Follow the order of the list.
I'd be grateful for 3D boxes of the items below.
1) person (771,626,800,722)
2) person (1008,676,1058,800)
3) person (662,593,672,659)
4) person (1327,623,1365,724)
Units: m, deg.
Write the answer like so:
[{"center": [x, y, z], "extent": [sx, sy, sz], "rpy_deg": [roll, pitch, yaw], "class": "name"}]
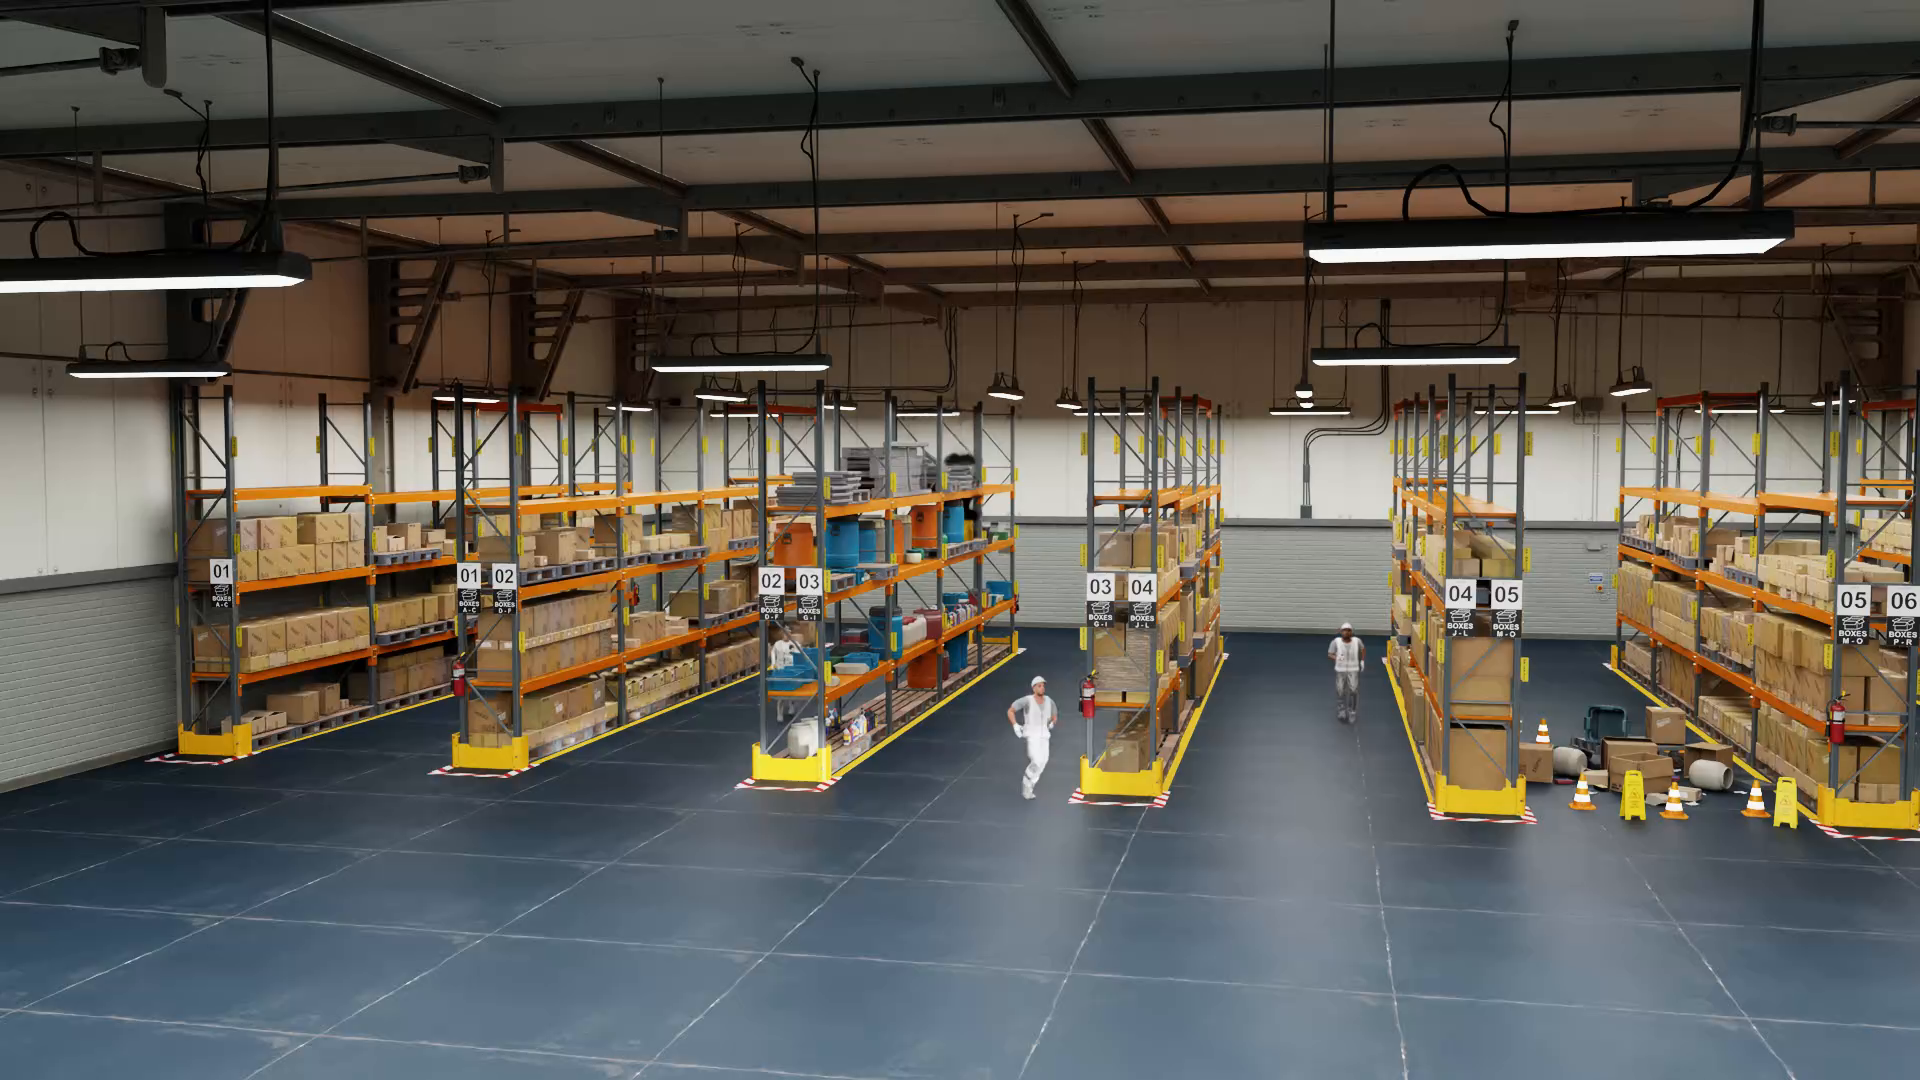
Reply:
[{"center": [-3.198, 2.430, 30.612], "extent": [0.592, 1.730, 0.846], "rpy_deg": [0, 3, 1], "class": "person"}, {"center": [1.099, 2.801, 23.518], "extent": [0.673, 1.732, 0.611], "rpy_deg": [-2, 4, -30], "class": "person"}, {"center": [-6.457, 2.035, 37.471], "extent": [0.729, 1.787, 0.834], "rpy_deg": [1, 3, 12], "class": "person"}, {"center": [7.020, 2.425, 30.226], "extent": [0.677, 1.837, 0.752], "rpy_deg": [1, 3, 12], "class": "person"}]
